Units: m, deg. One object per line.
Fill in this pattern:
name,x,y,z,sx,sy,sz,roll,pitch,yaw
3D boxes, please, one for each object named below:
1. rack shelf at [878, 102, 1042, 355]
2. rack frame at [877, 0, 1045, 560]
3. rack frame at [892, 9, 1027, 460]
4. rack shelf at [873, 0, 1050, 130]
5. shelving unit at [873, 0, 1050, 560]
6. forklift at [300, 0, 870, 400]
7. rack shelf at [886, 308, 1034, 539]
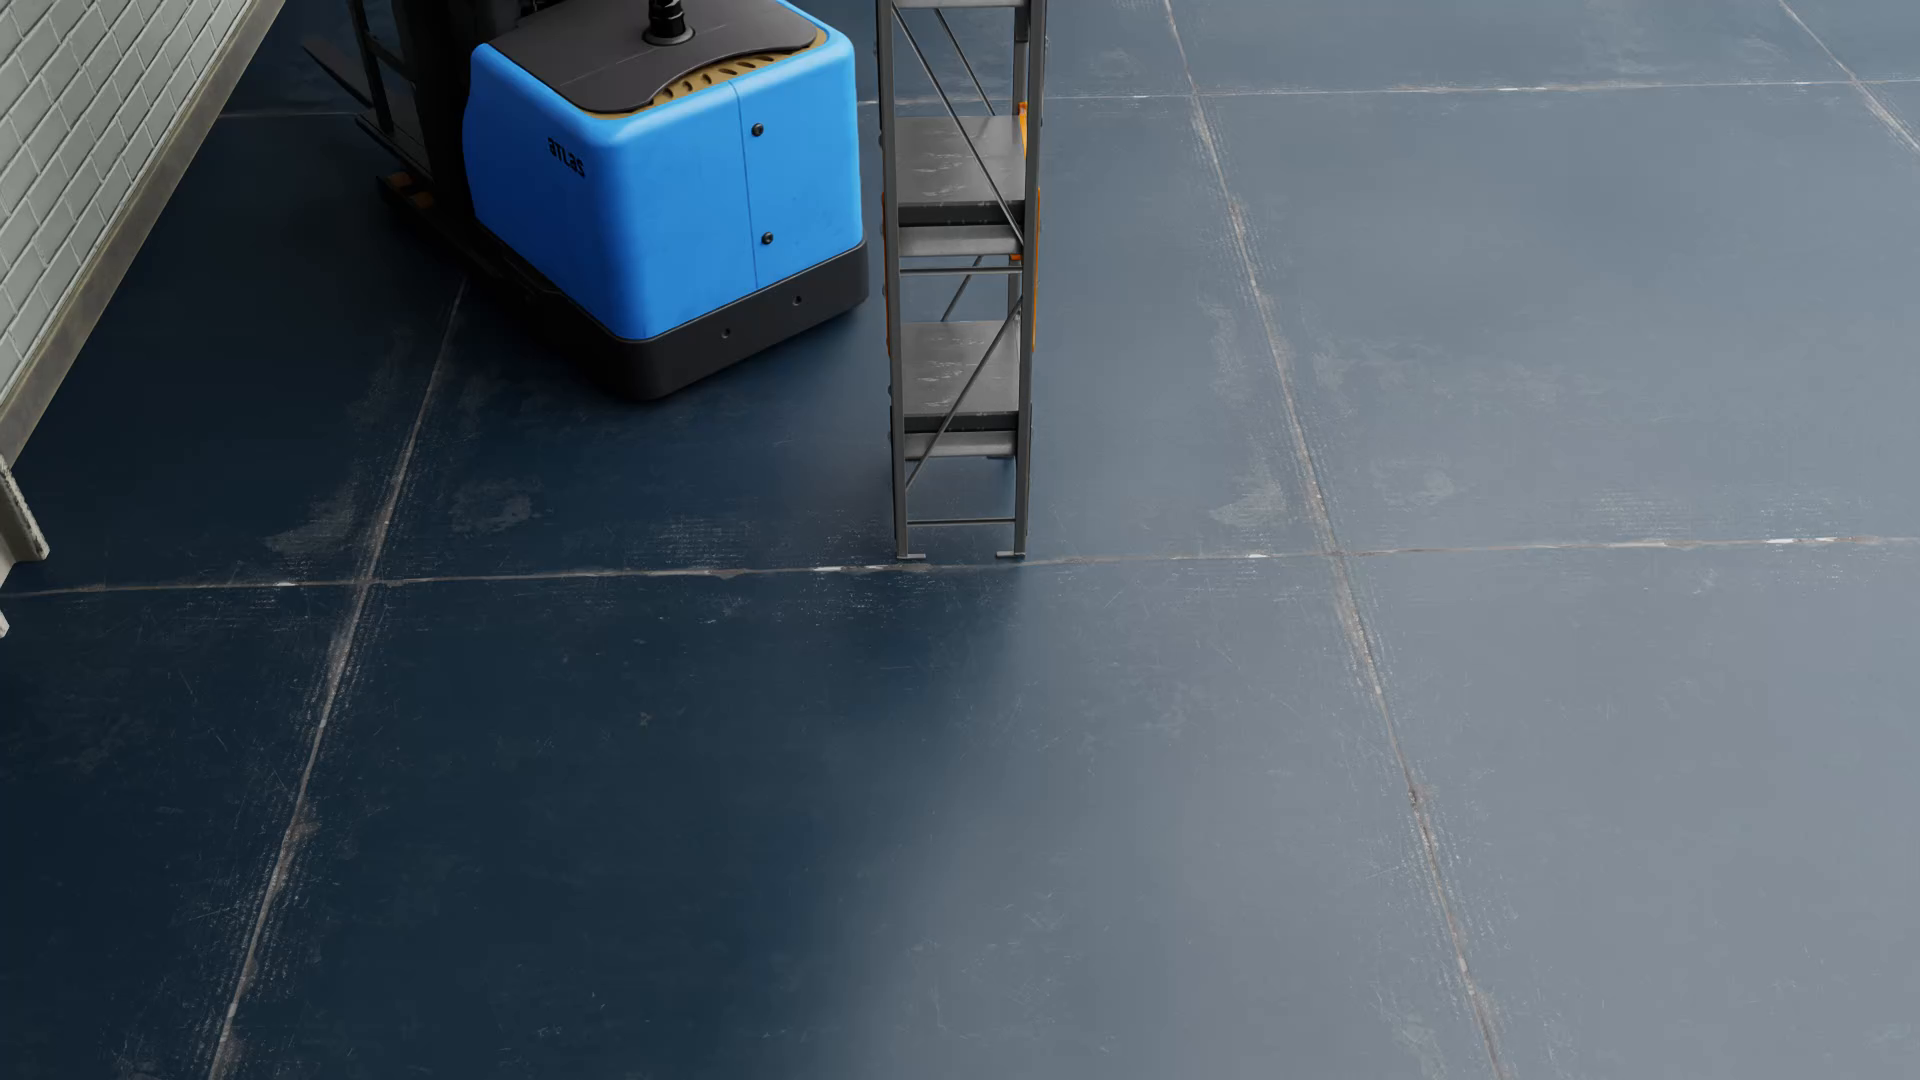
rack shelf,-0.007,-0.876,4.672,0.431,0.518,0.480,-2,43,-2
rack frame,0.003,-0.721,4.483,0.400,2.100,0.015,-2,43,-2
rack frame,-0.017,-1.051,4.842,0.400,2.100,0.015,-2,43,-2
rack shelf,-0.007,-1.392,4.199,0.431,0.518,0.480,-2,43,-2
shelving unit,-0.007,-0.886,4.662,0.431,2.100,0.503,-2,43,-2
forklift,-1.670,-2.483,5.789,1.130,2.935,3.031,-30,50,-29
rack shelf,-0.007,-0.360,5.145,0.431,0.518,0.480,-2,43,-2
